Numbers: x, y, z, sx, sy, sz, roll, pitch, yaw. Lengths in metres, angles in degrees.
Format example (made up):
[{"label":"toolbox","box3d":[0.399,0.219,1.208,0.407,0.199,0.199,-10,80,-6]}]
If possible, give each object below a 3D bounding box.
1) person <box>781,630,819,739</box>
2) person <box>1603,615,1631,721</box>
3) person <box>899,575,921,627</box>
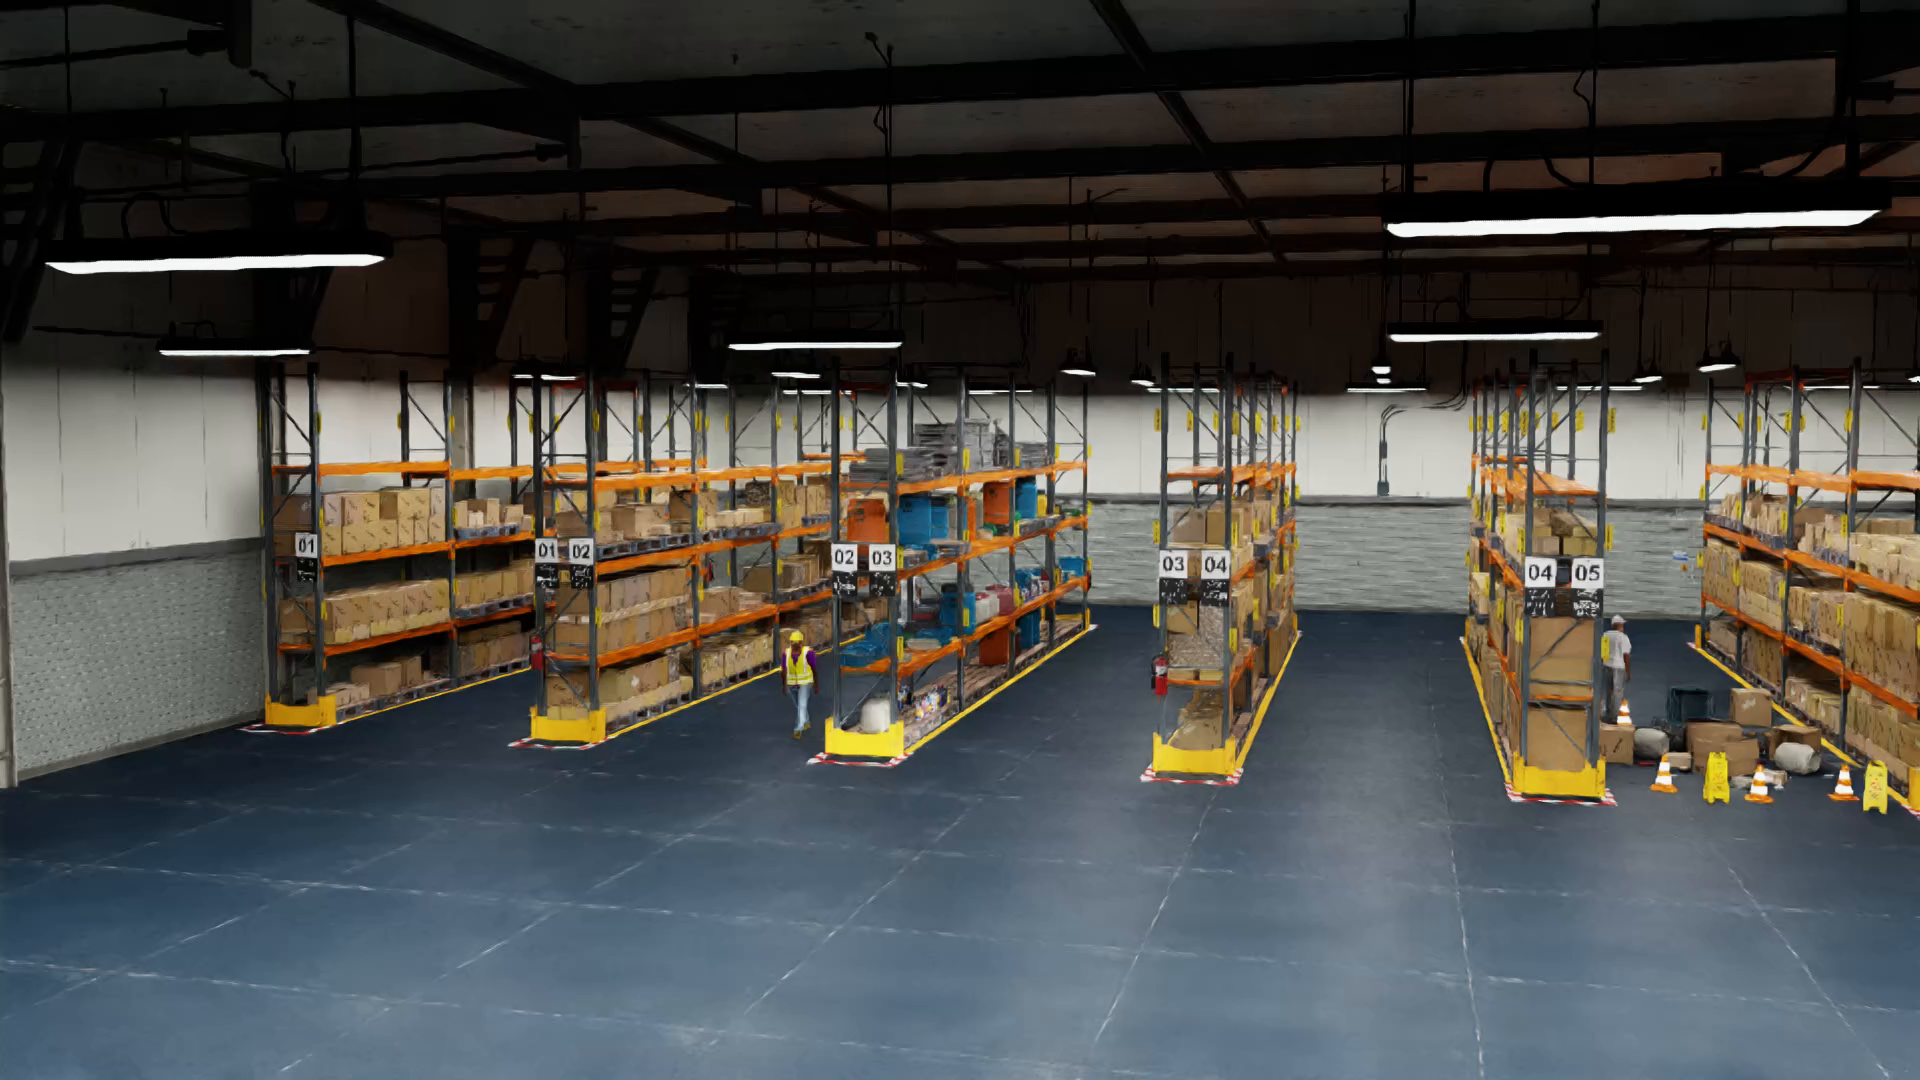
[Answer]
[{"label":"person","box3d":[-2.595,2.279,26.565,0.577,1.691,1.121,1,4,17]},{"label":"person","box3d":[11.070,2.137,27.930,0.447,1.771,0.632,-1,4,-15]},{"label":"person","box3d":[-1.182,1.389,39.076,0.577,1.733,1.042,1,4,13]}]
